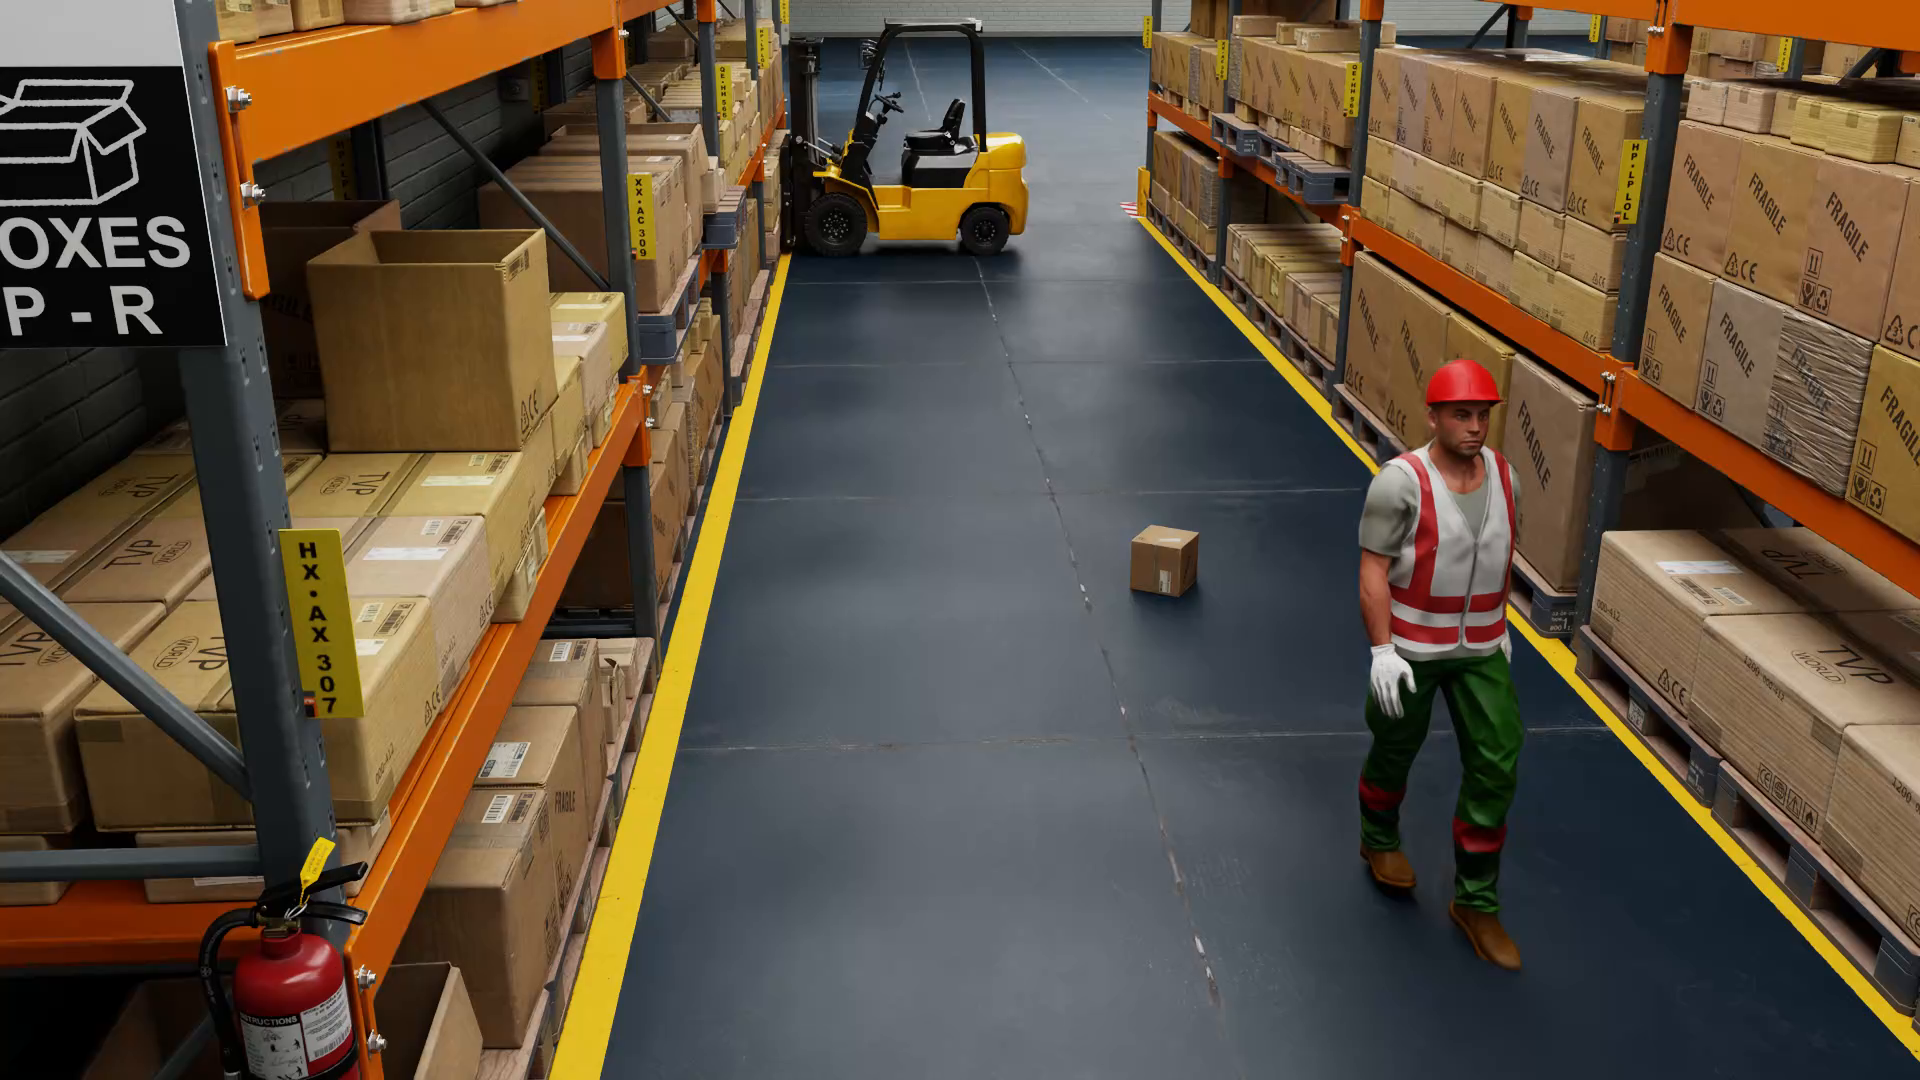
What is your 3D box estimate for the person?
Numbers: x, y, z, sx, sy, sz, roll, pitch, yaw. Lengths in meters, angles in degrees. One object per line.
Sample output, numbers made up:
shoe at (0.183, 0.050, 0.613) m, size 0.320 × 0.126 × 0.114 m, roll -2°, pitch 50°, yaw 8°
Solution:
person at (1.486, 0.369, 5.055) m, size 0.591 × 1.833 × 0.704 m, roll -4°, pitch 21°, yaw -11°
